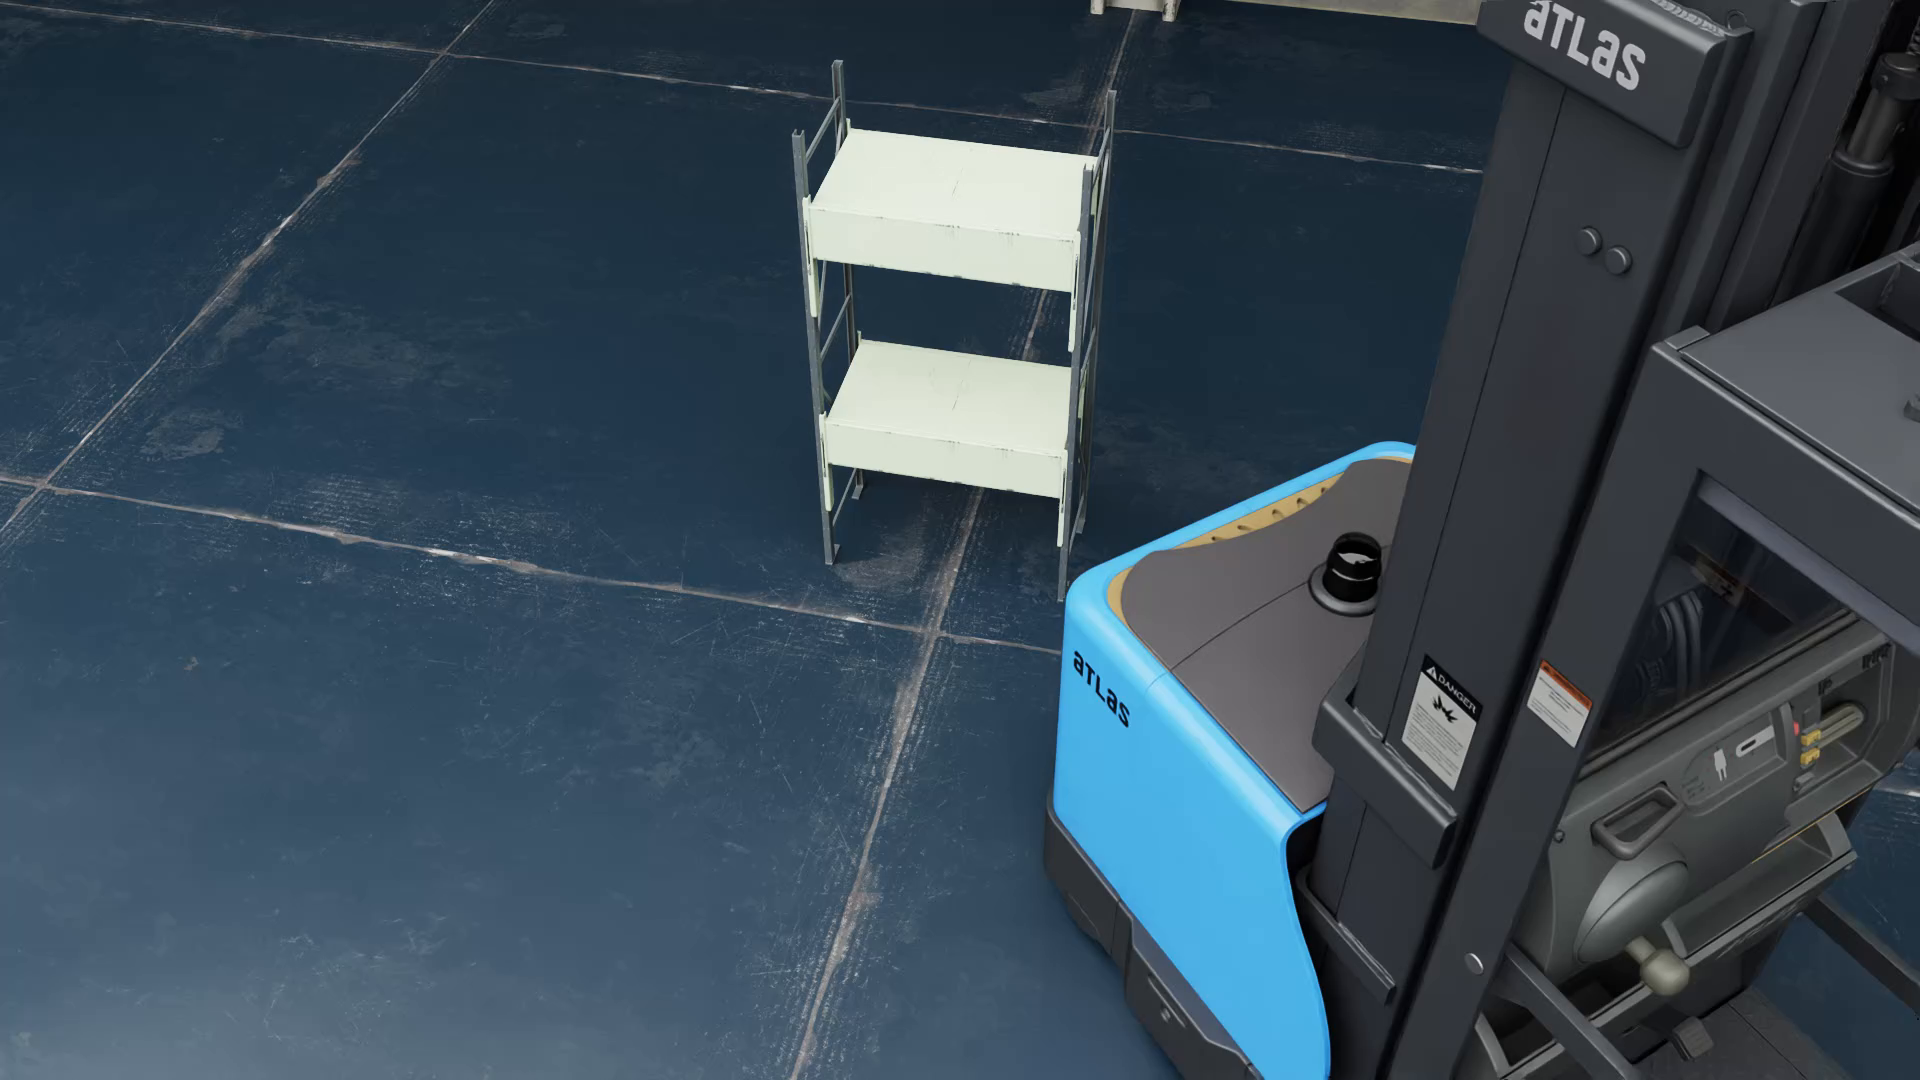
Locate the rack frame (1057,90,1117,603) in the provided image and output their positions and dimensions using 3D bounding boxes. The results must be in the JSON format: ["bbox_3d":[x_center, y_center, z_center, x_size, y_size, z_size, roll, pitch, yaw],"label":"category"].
[{"bbox_3d":[0.351,-0.486,4.673,0.023,1.500,0.400,9,45,9],"label":"rack frame"}]

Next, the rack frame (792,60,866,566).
[{"bbox_3d":[-0.364,-0.597,4.789,0.023,1.500,0.400,9,45,9],"label":"rack frame"}]

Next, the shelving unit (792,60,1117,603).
[{"bbox_3d":[-0.007,-0.541,4.731,0.755,1.500,0.431,9,45,9],"label":"shelving unit"}]

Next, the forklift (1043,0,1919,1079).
[{"bbox_3d":[1.408,0.506,2.611,1.130,2.935,3.031,-23,48,-22],"label":"forklift"}]

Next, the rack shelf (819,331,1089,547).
[{"bbox_3d":[-0.007,-0.306,4.957,0.720,0.370,0.431,9,45,9],"label":"rack shelf"}]

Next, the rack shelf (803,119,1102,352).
[{"bbox_3d":[-0.007,-0.823,4.460,0.720,0.370,0.431,9,45,9],"label":"rack shelf"}]
